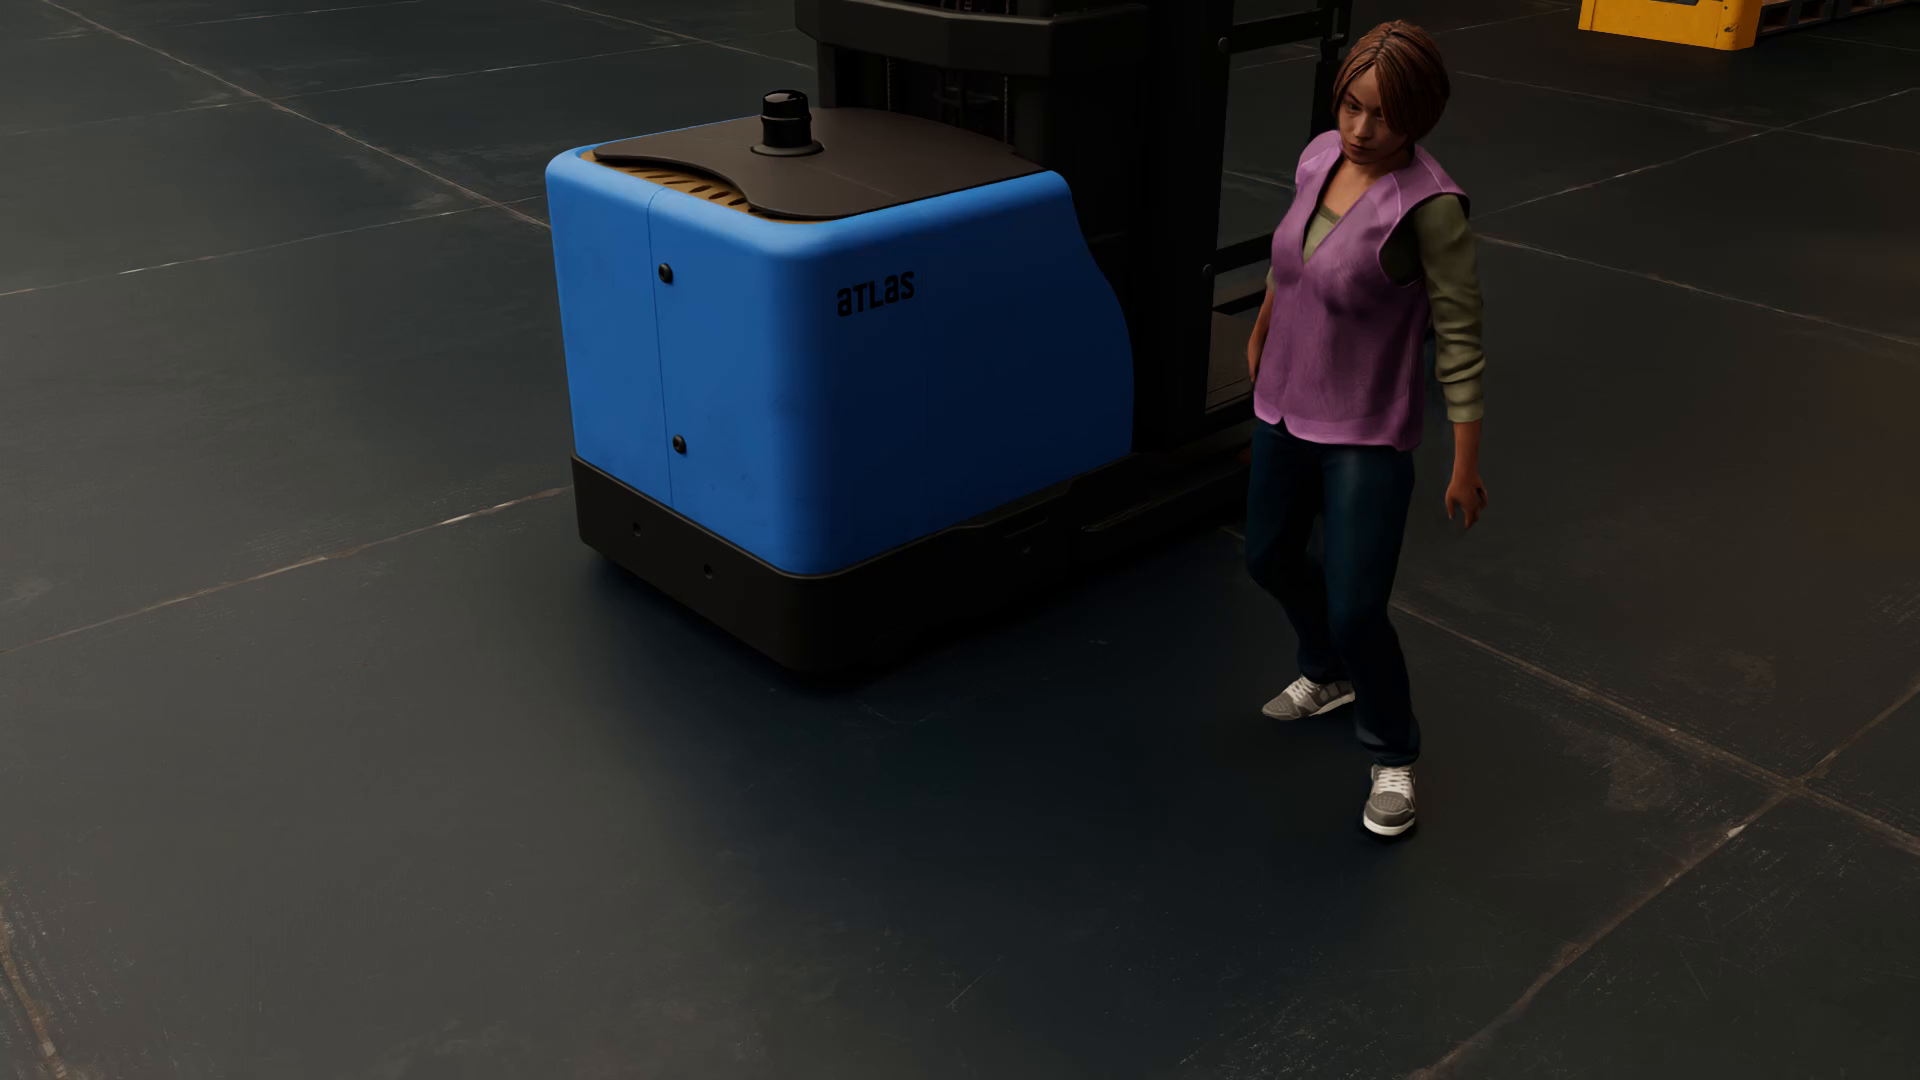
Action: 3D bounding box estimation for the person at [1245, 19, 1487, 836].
[{"bbox_3d":[0.782,-0.234,3.290,0.418,1.572,0.725,-13,29,-25],"label":"person"}]

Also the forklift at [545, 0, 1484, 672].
[{"bbox_3d":[0.424,-1.558,4.343,3.031,2.935,1.130,-22,34,-37],"label":"forklift"}]
